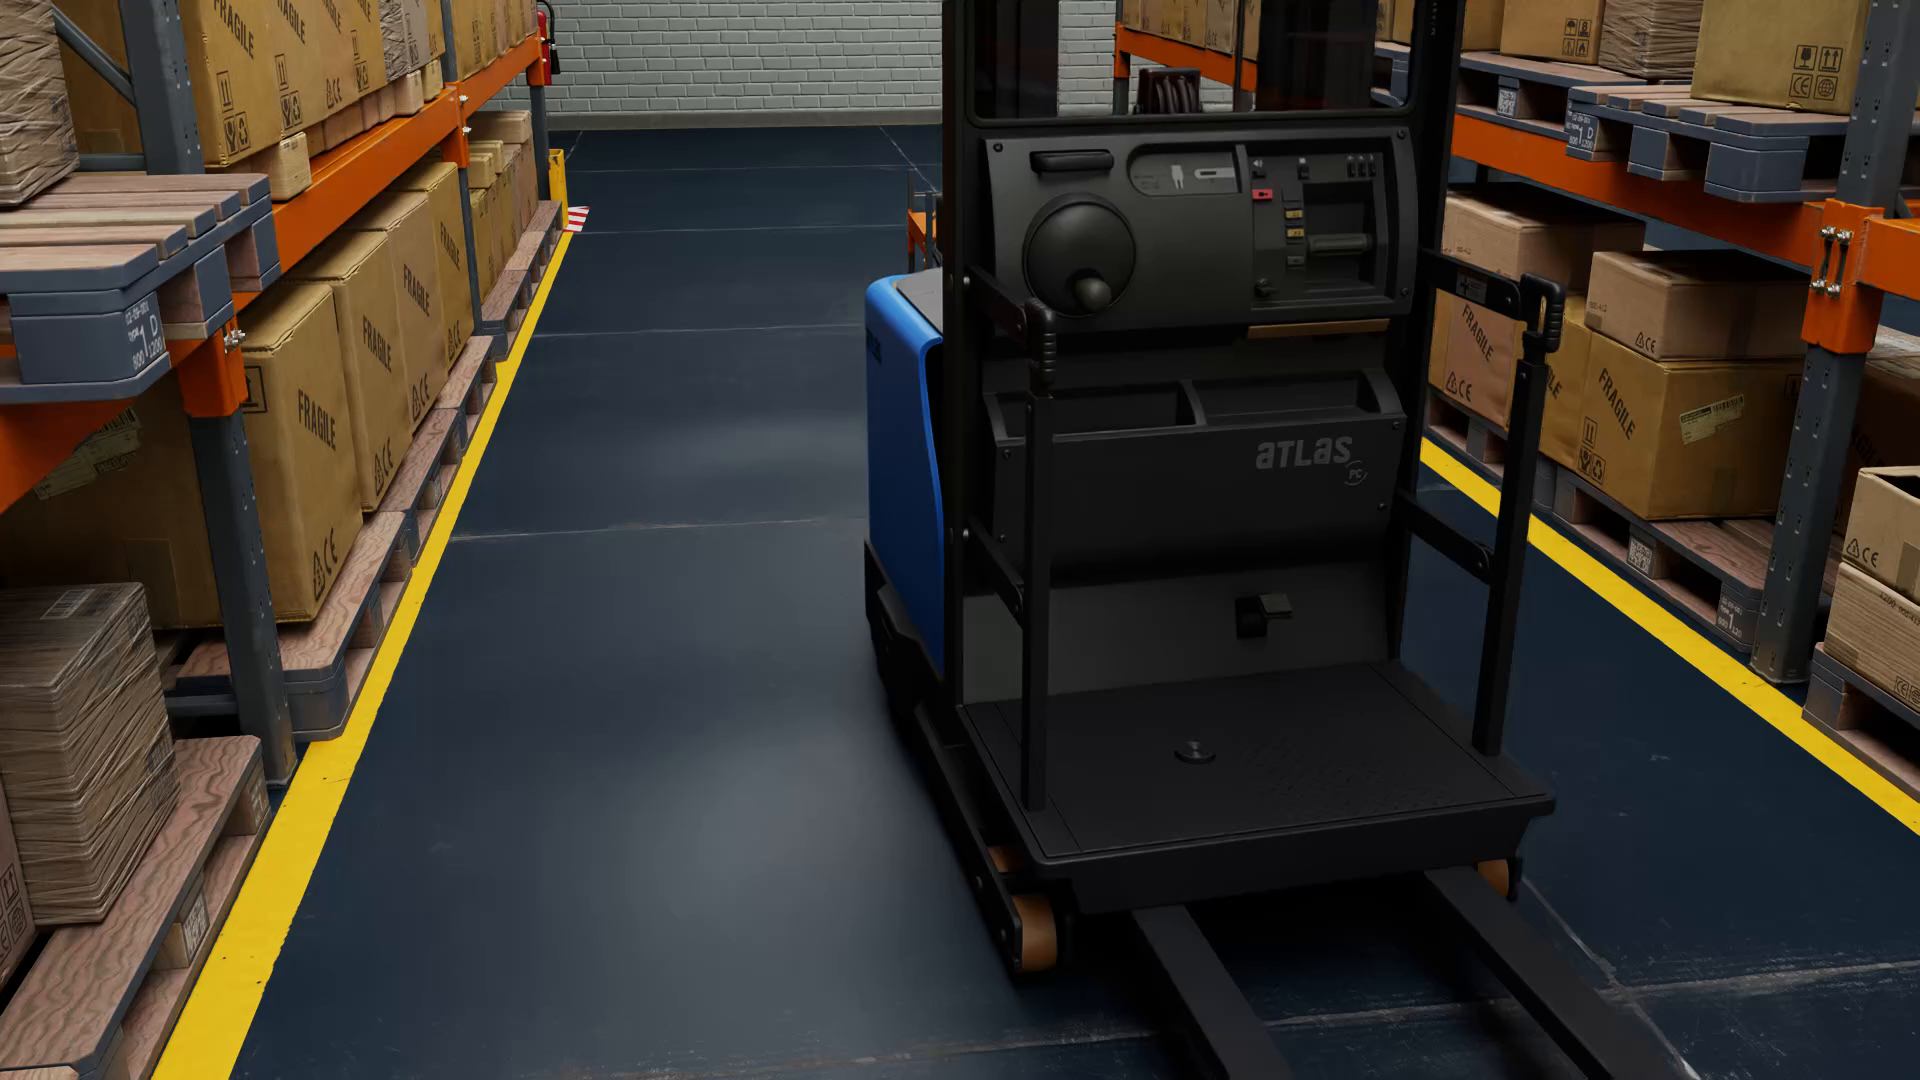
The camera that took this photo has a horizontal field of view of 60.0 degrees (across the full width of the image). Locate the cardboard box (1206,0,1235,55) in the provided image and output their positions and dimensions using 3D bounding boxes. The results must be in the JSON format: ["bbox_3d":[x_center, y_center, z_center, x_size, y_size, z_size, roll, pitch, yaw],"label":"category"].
[{"bbox_3d":[1.692,-2.990,9.292,0.500,0.500,0.500,-2,21,-7],"label":"cardboard box"}]

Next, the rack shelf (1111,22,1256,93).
[{"bbox_3d":[1.881,-2.783,9.907,1.077,0.370,4.000,-3,21,-8],"label":"rack shelf"}]

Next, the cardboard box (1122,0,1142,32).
[{"bbox_3d":[1.396,-3.692,11.171,0.500,0.500,0.500,-2,21,-7],"label":"cardboard box"}]

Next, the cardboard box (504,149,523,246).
[{"bbox_3d":[-2.963,-2.002,9.762,0.700,0.500,0.500,-4,21,-10],"label":"cardboard box"}]

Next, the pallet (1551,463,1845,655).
[{"bbox_3d":[2.676,0.004,5.405,1.003,0.211,1.213,-3,21,-8],"label":"pallet"}]

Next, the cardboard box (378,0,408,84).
[{"bbox_3d":[-2.269,-1.874,5.850,0.500,0.500,0.500,-3,21,-8],"label":"cardboard box"}]

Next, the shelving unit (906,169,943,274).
[{"bbox_3d":[-0.024,-0.619,5.660,0.258,1.200,0.503,-3,21,-8],"label":"shelving unit"}]

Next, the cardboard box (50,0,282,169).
[{"bbox_3d":[-1.972,-1.168,3.959,0.500,0.500,0.500,-2,21,-6],"label":"cardboard box"}]

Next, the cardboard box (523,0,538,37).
[{"bbox_3d":[-3.225,-3.525,10.439,0.980,0.700,0.700,-2,21,-5],"label":"cardboard box"}]

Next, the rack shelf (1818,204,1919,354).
[{"bbox_3d":[3.034,-0.013,2.491,1.077,0.370,4.000,-3,21,-8],"label":"rack shelf"}]

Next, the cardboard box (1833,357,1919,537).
[{"bbox_3d":[2.963,-0.249,5.040,0.500,0.500,0.500,-2,21,-5],"label":"cardboard box"}]

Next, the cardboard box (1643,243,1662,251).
[{"bbox_3d":[2.659,-0.961,6.945,0.500,0.500,0.500,-3,21,-7],"label":"cardboard box"}]

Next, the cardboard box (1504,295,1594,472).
[{"bbox_3d":[2.305,-0.568,5.895,0.500,0.500,0.500,-4,21,-10],"label":"cardboard box"}]

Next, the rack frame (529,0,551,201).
[{"bbox_3d":[-3.308,-3.561,10.963,1.000,3.000,0.127,-3,21,-8],"label":"rack frame"}]

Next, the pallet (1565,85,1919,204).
[{"bbox_3d":[2.579,-1.183,4.872,1.213,0.211,1.003,-3,21,-8],"label":"pallet"}]

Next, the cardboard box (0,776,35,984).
[{"bbox_3d":[-2.041,0.605,2.754,0.700,0.500,0.500,-3,21,-8],"label":"cardboard box"}]

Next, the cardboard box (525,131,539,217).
[{"bbox_3d":[-3.109,-2.349,10.692,0.700,0.500,0.500,-3,21,-8],"label":"cardboard box"}]

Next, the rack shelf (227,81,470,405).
[{"bbox_3d":[-2.444,-1.146,5.527,1.077,0.370,4.000,-3,21,-8],"label":"rack shelf"}]

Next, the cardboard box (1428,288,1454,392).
[{"bbox_3d":[2.151,-0.925,6.849,0.500,0.500,0.500,-3,21,-7],"label":"cardboard box"}]

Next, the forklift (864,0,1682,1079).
[{"bbox_3d":[0.562,-0.642,3.245,1.130,2.935,3.031,-5,21,-13],"label":"forklift"}]

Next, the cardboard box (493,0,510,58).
[{"bbox_3d":[-3.008,-3.010,9.058,0.980,0.700,0.700,-4,21,-10],"label":"cardboard box"}]

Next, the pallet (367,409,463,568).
[{"bbox_3d":[-2.367,-0.183,5.904,1.003,0.211,1.213,-3,21,-8],"label":"pallet"}]

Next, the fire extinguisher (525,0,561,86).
[{"bbox_3d":[-2.874,-3.425,11.244,0.296,0.674,0.183,-3,21,-8],"label":"fire extinguisher"}]

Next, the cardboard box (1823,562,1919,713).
[{"bbox_3d":[2.531,0.245,4.102,0.500,0.250,0.500,-3,21,-8],"label":"cardboard box"}]

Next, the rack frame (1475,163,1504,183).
[{"bbox_3d":[2.170,-2.427,7.927,1.000,3.000,0.127,-3,21,-8],"label":"rack frame"}]

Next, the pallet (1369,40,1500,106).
[{"bbox_3d":[2.177,-2.055,7.205,1.003,0.211,1.213,-3,21,-8],"label":"pallet"}]

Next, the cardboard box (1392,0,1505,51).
[{"bbox_3d":[2.178,-2.260,6.738,0.700,0.500,0.500,0,20,1],"label":"cardboard box"}]

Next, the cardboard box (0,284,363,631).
[{"bbox_3d":[-2.131,-0.242,4.549,0.750,0.750,0.750,-3,21,-8],"label":"cardboard box"}]

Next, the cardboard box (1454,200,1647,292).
[{"bbox_3d":[2.215,-1.114,6.283,0.500,0.250,0.500,-3,21,-9],"label":"cardboard box"}]

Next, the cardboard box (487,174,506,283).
[{"bbox_3d":[-2.807,-1.640,8.792,0.700,0.500,0.500,-3,21,-8],"label":"cardboard box"}]

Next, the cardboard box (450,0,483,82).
[{"bbox_3d":[-2.794,-2.505,7.708,0.980,0.700,0.700,-3,21,-7],"label":"cardboard box"}]

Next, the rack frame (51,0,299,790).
[{"bbox_3d":[-2.155,-0.791,3.547,1.000,3.000,0.127,-3,21,-8],"label":"rack frame"}]

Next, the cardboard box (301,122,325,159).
[{"bbox_3d":[-2.187,-1.252,5.113,0.380,0.149,0.250,-3,21,-7],"label":"cardboard box"}]

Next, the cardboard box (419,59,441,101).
[{"bbox_3d":[-2.343,-1.879,6.790,0.380,0.149,0.250,-3,21,-7],"label":"cardboard box"}]

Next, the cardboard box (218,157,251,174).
[{"bbox_3d":[-2.001,-0.896,4.159,0.380,0.149,0.250,-3,21,-7],"label":"cardboard box"}]

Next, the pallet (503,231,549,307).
[{"bbox_3d":[-2.943,-1.560,9.592,1.003,0.211,1.213,-3,21,-8],"label":"pallet"}]

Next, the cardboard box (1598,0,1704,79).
[{"bbox_3d":[2.601,-1.824,5.571,0.700,0.500,0.500,1,20,2],"label":"cardboard box"}]

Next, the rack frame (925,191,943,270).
[{"bbox_3d":[0.011,-0.535,5.433,0.240,1.200,0.015,-3,21,-8],"label":"rack frame"}]

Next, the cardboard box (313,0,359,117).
[{"bbox_3d":[-2.109,-1.521,4.906,0.500,0.500,0.500,-3,21,-8],"label":"cardboard box"}]

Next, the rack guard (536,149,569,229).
[{"bbox_3d":[-3.312,-2.398,11.423,1.175,0.500,0.348,-3,21,-8],"label":"rack guard"}]

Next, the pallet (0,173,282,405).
[{"bbox_3d":[-1.947,-0.460,2.934,1.213,0.211,1.003,-3,21,-8],"label":"pallet"}]

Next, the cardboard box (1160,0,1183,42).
[{"bbox_3d":[1.545,-3.340,10.228,0.500,0.500,0.500,-3,21,-8],"label":"cardboard box"}]

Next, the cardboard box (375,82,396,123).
[{"bbox_3d":[-2.285,-1.610,6.071,0.380,0.149,0.250,-3,21,-8],"label":"cardboard box"}]

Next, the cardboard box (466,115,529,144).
[{"bbox_3d":[-2.872,-2.529,10.247,0.380,0.149,0.250,-2,21,-6],"label":"cardboard box"}]

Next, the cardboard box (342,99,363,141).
[{"bbox_3d":[-2.236,-1.430,5.589,0.380,0.149,0.250,-2,21,-6],"label":"cardboard box"}]

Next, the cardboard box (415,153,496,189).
[{"bbox_3d":[-2.607,-1.897,8.555,0.380,0.149,0.250,-2,21,-6],"label":"cardboard box"}]

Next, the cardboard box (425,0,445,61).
[{"bbox_3d":[-2.416,-2.224,6.788,0.500,0.500,0.500,-3,21,-9],"label":"cardboard box"}]

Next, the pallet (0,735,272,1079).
[{"bbox_3d":[-2.044,0.786,3.310,1.003,0.211,1.213,-3,21,-8],"label":"pallet"}]

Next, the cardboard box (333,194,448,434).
[{"bbox_3d":[-2.378,-0.840,6.149,0.750,0.750,0.750,-2,21,-6],"label":"cardboard box"}]
